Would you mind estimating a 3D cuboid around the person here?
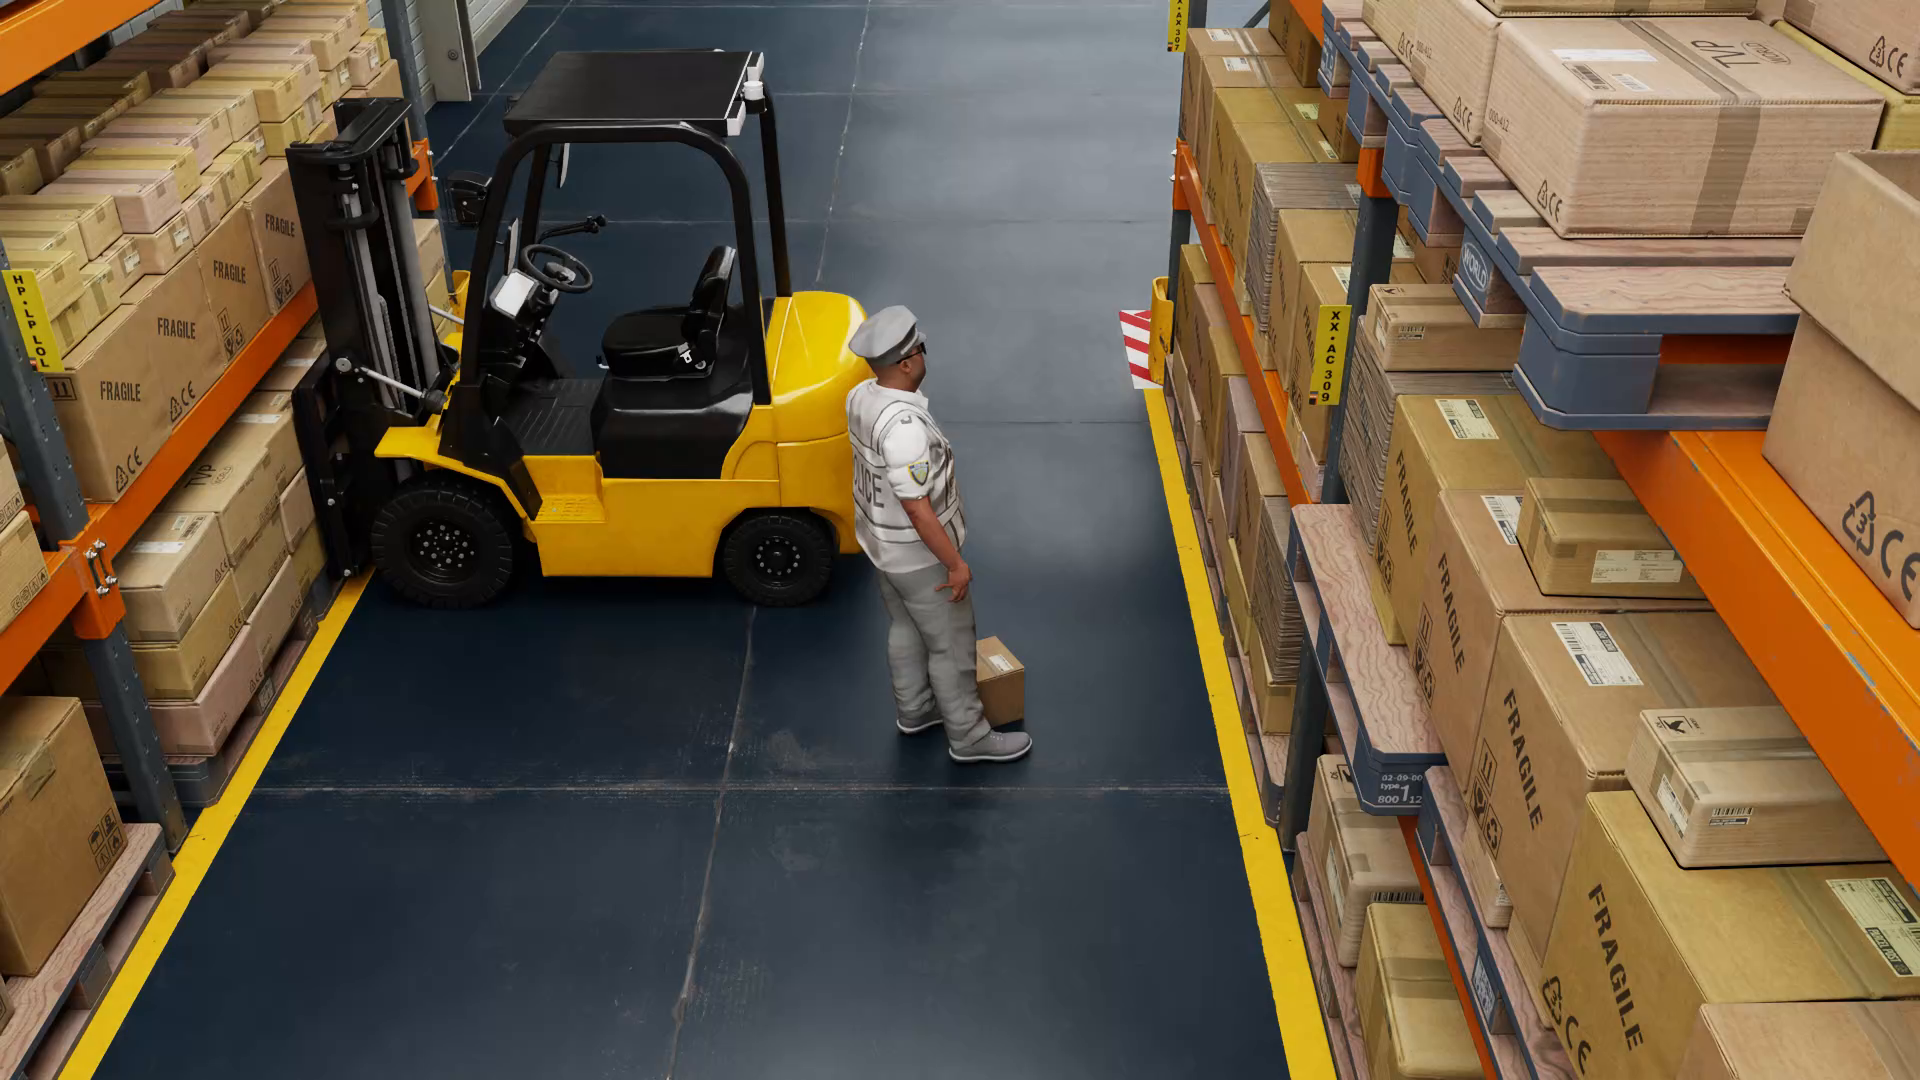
[{"bbox_3d":[-0.091,-0.021,6.115,0.573,1.782,0.642,-13,34,-21],"label":"person"}]
